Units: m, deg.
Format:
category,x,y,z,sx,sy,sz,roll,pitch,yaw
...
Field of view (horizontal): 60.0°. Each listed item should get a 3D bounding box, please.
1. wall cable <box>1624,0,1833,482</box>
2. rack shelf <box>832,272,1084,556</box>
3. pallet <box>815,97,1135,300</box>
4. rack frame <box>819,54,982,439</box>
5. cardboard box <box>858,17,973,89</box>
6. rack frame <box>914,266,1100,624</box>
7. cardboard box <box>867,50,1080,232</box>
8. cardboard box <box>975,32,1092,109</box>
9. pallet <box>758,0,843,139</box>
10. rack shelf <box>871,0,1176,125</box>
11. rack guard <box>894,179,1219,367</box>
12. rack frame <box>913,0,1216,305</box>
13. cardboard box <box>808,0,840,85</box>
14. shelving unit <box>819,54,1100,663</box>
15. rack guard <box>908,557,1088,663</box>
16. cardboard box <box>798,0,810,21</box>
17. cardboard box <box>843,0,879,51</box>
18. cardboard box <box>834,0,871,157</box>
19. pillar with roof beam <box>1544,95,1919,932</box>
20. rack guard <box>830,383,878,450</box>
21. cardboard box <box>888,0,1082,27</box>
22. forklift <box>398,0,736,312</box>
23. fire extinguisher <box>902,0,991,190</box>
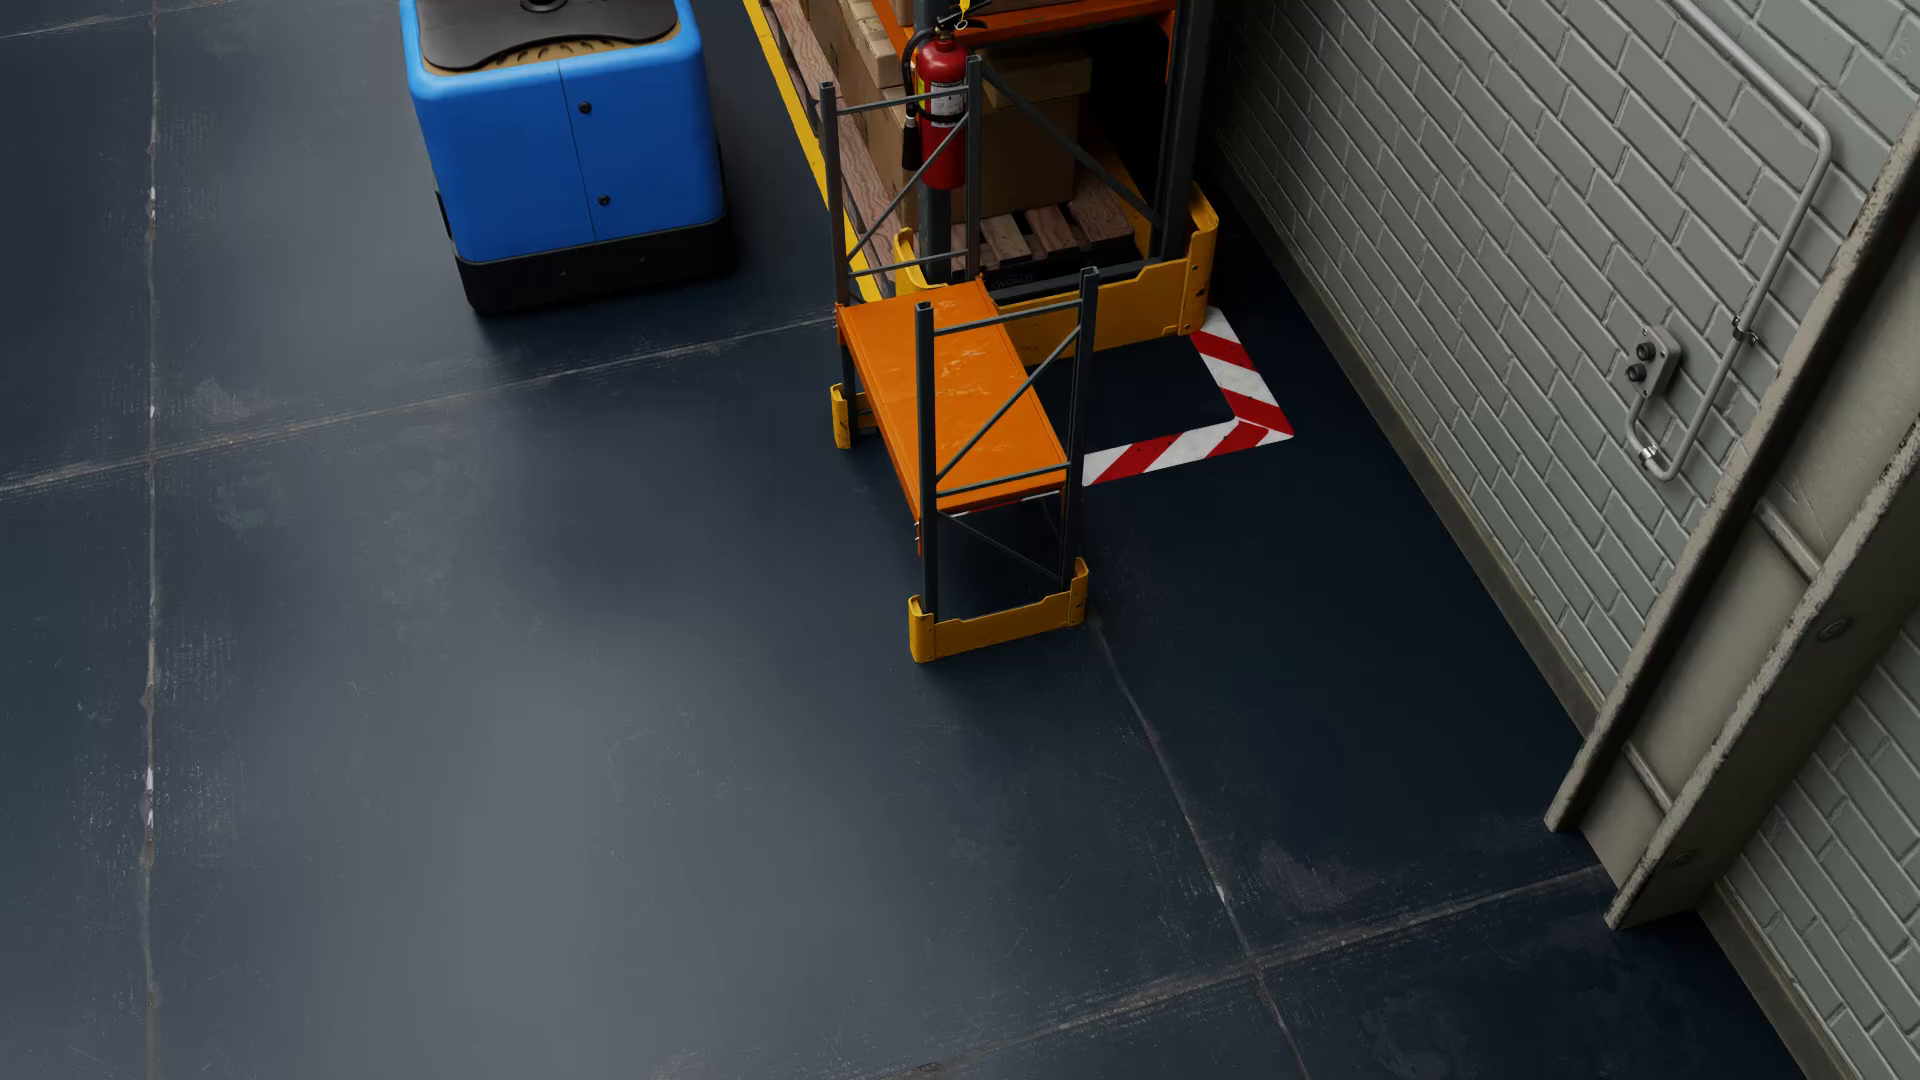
category,x,y,z,sx,sy,sz,roll,pitch,yaw
wall cable,1.629,-1.398,4.302,0.084,1.984,1.851,-13,51,-11
rack shelf,-0.025,-0.430,5.367,0.538,0.185,1.000,-13,51,-11
pallet,0.035,-1.460,6.842,1.003,0.211,1.213,-13,51,-11
rack frame,-0.176,-0.917,5.542,0.500,1.500,0.032,-13,51,-11
cardboard box,-0.168,-1.872,6.302,0.380,0.149,0.250,-14,51,-11
rack frame,0.125,-0.174,4.916,0.500,1.500,0.032,-13,51,-11
cardboard box,0.044,-1.610,6.506,0.700,0.500,0.500,-13,51,-11
cardboard box,0.272,-1.773,6.219,0.380,0.149,0.250,-13,51,-11
pallet,-0.322,-2.349,7.592,1.003,0.211,1.213,-13,51,-11
rack shelf,-0.245,-3.021,6.805,1.077,0.370,4.000,-13,51,-11
rack guard,0.354,-0.969,6.240,1.175,0.500,0.348,-13,51,-11
rack frame,0.347,-1.792,5.299,1.000,3.000,0.127,-13,51,-11
cardboard box,-0.253,-2.343,7.124,0.700,0.500,0.500,-15,51,-12
shelving unit,-0.023,-0.539,5.223,0.587,1.500,1.083,-13,51,-11
rack guard,0.125,0.227,5.395,0.587,0.250,0.087,-13,51,-11
cardboard box,-0.418,-2.731,7.450,0.700,0.500,0.500,-12,51,-10
cardboard box,-0.244,-2.059,6.460,0.380,0.149,0.250,-12,51,-10
cardboard box,-0.104,-1.976,6.814,0.700,0.500,0.500,-13,51,-11
pillar with roof beam,-2.141,-0.976,0.687,9.100,9.000,0.400,-13,51,-11
rack guard,-0.170,-0.500,6.008,0.587,0.250,0.087,-13,51,-11
cardboard box,0.186,-2.259,5.496,0.980,0.700,0.700,-11,51,-9
forklift,-1.787,-2.977,6.342,1.130,2.935,3.031,-12,51,-10
fire extinguisher,-0.050,-1.432,5.290,0.296,0.674,0.183,-13,51,-11
